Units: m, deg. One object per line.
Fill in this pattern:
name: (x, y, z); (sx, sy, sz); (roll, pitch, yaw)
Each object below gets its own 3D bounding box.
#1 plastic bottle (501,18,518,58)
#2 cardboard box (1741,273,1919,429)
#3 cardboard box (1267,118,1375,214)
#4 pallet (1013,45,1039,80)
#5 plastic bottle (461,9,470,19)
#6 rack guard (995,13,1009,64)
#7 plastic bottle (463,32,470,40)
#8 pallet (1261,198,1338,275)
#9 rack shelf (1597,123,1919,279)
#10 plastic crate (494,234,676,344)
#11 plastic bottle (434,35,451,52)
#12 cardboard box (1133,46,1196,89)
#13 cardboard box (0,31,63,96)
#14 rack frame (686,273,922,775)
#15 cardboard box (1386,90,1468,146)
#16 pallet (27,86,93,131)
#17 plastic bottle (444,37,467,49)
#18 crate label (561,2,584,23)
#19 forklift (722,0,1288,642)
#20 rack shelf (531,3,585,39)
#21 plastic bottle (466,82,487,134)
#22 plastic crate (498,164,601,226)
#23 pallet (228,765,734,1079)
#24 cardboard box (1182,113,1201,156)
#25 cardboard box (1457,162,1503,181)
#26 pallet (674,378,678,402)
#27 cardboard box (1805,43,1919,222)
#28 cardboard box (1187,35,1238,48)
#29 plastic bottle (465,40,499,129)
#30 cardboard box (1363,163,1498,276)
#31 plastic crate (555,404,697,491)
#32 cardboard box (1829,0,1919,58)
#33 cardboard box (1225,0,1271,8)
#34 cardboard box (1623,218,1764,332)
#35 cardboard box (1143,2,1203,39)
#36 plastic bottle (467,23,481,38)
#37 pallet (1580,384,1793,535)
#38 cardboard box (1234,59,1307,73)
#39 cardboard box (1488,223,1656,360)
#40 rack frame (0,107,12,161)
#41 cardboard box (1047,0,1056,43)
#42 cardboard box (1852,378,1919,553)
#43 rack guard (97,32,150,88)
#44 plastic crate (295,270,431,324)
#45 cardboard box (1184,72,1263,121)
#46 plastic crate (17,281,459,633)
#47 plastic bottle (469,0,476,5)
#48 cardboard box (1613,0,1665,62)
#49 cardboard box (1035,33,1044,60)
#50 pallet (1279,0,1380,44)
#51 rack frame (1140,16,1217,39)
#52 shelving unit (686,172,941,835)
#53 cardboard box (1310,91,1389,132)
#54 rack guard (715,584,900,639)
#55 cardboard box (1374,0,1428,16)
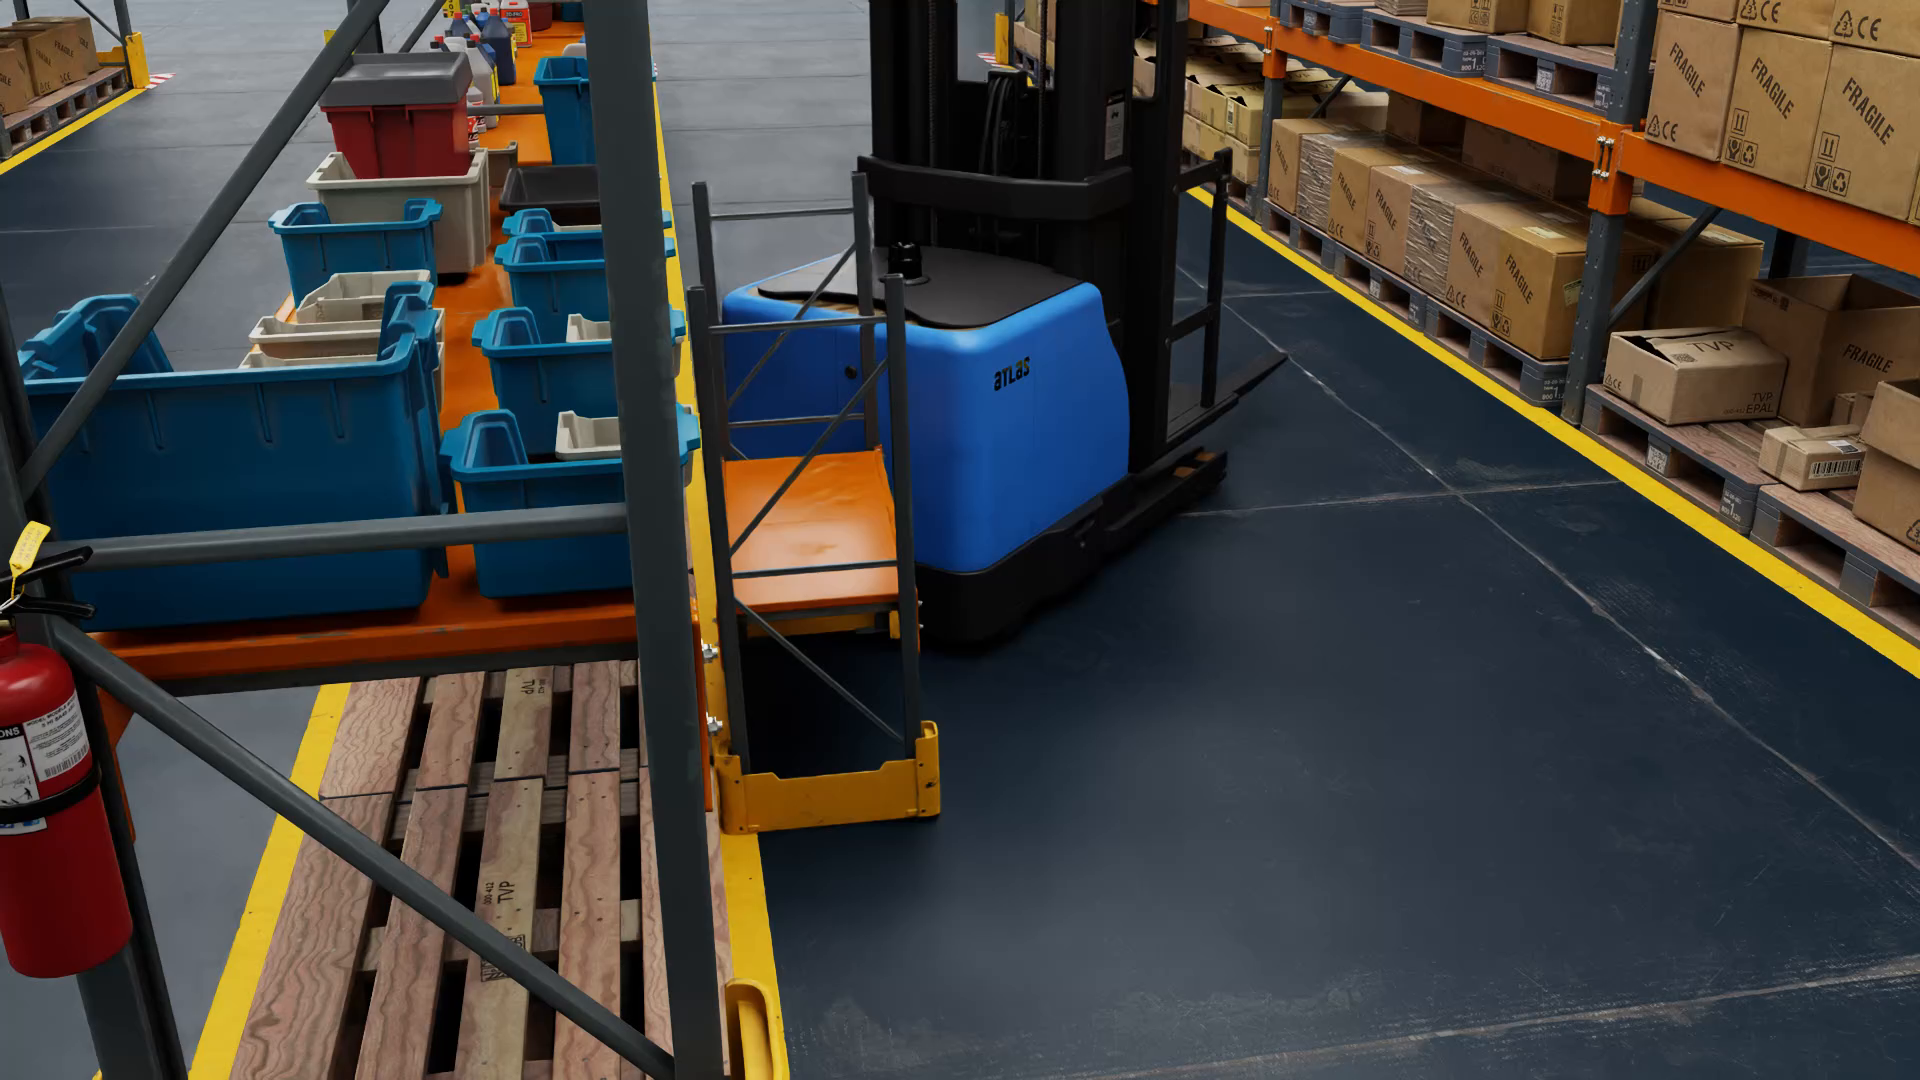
plastic bottle: (-2.432, -2.693, 8.916); (0.097, 0.201, 0.097); (0, 24, 0)
cardboard box: (3.594, -0.788, 6.881); (0.500, 0.500, 0.500); (-4, 24, -10)
cardboard box: (2.273, -2.365, 10.490); (0.500, 0.500, 0.500); (-3, 24, -7)
pallet: (1.173, -5.080, 17.617); (1.003, 0.211, 1.213); (-4, 24, -10)
plastic bottle: (-2.528, -2.567, 8.526); (0.061, 0.283, 0.133); (-4, 24, -10)
rack guard: (0.986, -5.519, 18.263); (1.175, 0.500, 0.348); (-4, 24, -10)
plastic bottle: (-2.292, -2.229, 7.767); (0.097, 0.271, 0.097); (0, 24, 0)
pallet: (2.571, -1.934, 10.415); (1.003, 0.211, 1.213); (-4, 24, -10)
rack shelf: (3.579, -0.819, 5.276); (1.077, 0.370, 4.000); (-4, 24, -10)
plastic crate: (-0.885, -0.587, 3.980); (0.416, 0.233, 0.300); (-4, 24, -10)
plastic bottle: (-2.185, -1.958, 7.046); (0.144, 0.351, 0.185); (-4, 24, -10)
cardboard box: (1.649, -3.893, 13.626); (0.500, 0.311, 0.500); (-5, 24, -10)
cardboard box: (-8.405, -4.244, 14.817); (0.500, 0.500, 0.500); (-2, 24, -5)
rack frame: (-0.364, 0.076, 4.181); (0.500, 1.500, 0.032); (-5, 26, -6)
cardboard box: (2.888, -2.536, 9.946); (0.500, 0.250, 0.500); (-3, 24, -8)
pallet: (-8.394, -3.815, 14.721); (1.003, 0.211, 1.213); (-4, 24, -10)
plastic bottle: (-2.278, -2.131, 7.536); (0.152, 0.276, 0.135); (-4, 24, -10)
crate label: (-2.317, -3.571, 10.633); (0.502, 0.435, 0.616); (-4, 24, -10)
forklift: (0.418, -1.558, 6.155); (1.130, 2.935, 3.031); (14, 27, 29)
rack shelf: (-2.769, -3.601, 11.645); (1.077, 0.370, 4.000); (-4, 24, -10)
plastic bottle: (-1.998, -1.771, 6.804); (0.097, 0.201, 0.097); (0, 24, 0)
plastic crate: (-1.188, -1.051, 5.178); (0.437, 0.125, 0.590); (-4, 24, -10)
pallet: (-1.034, 0.954, 3.802); (1.003, 0.211, 1.213); (-4, 24, -10)
cardboard box: (1.944, -3.030, 12.352); (0.500, 0.250, 0.500); (-4, 24, -9)
cardboard box: (3.072, -1.805, 9.208); (0.500, 0.500, 0.500); (-5, 24, -12)
pallet: (-1.761, -0.599, 7.358); (1.003, 0.211, 1.213); (-4, 24, -10)
cardboard box: (3.224, -1.362, 5.497); (0.500, 0.500, 0.500); (-4, 24, -10)
cardboard box: (2.087, -4.133, 14.176); (0.500, 0.311, 0.500); (-4, 24, -10)
plastic bottle: (-2.009, -1.896, 6.904); (0.144, 0.351, 0.185); (-4, 24, -10)
cardboard box: (2.565, -1.757, 9.098); (0.500, 0.500, 0.500); (-5, 24, -12)
plastic crate: (-0.620, -0.157, 3.117); (0.250, 0.136, 0.298); (-4, 24, -10)
cardboard box: (3.210, -1.828, 5.314); (0.500, 0.500, 0.500); (-5, 24, -11)
cardboard box: (2.032, -3.727, 11.349); (0.380, 0.149, 0.250); (-4, 24, -10)
cardboard box: (3.359, -1.200, 7.823); (0.500, 0.500, 0.500); (-5, 24, -12)
cardboard box: (1.952, -4.564, 14.925); (0.500, 0.500, 0.500); (-4, 24, -10)
plastic bottle: (-2.380, -2.347, 8.031); (0.152, 0.276, 0.135); (-4, 24, -10)
pallet: (3.335, -0.387, 6.873); (1.003, 0.211, 1.213); (-4, 24, -10)
cardboard box: (2.368, -3.535, 12.806); (0.500, 0.311, 0.500); (-5, 24, -10)
cardboard box: (2.837, -1.164, 7.742); (0.500, 0.500, 0.500); (-4, 24, -10)
rack frame: (-8.006, -4.350, 12.463); (1.000, 3.000, 0.127); (-4, 24, -10)
cardboard box: (1.146, -5.114, 16.185); (0.500, 0.500, 0.500); (-4, 24, -10)
cardboard box: (3.562, -0.254, 5.654); (0.797, 0.503, 0.637); (-4, 24, -10)
rack guard: (-8.732, -4.748, 16.497); (1.175, 0.500, 0.348); (-4, 24, -10)
plastic crate: (-1.436, -0.549, 4.013); (0.298, 0.136, 0.250); (-4, 24, -10)
cardboard box: (1.938, -3.289, 12.242); (0.500, 0.311, 0.500); (-4, 24, -10)
plastic crate: (-1.165, -0.158, 2.746); (0.616, 0.435, 0.499); (-4, 24, -10)
plastic bottle: (-2.621, -2.763, 8.975); (0.061, 0.283, 0.133); (-4, 24, -10)
cardboard box: (3.342, -2.376, 7.294); (0.700, 0.500, 0.500); (-13, 27, -27)
cardboard box: (1.059, -4.967, 16.786); (0.500, 0.250, 0.500); (-4, 24, -10)
pallet: (2.664, -3.159, 9.976); (1.213, 0.211, 1.003); (-4, 24, -10)
rack frame: (1.730, -5.082, 14.138); (1.000, 3.000, 0.127); (-4, 24, -10)
shelving unit: (-0.430, -0.139, 4.627); (0.587, 1.500, 1.083); (-5, 26, -6)
cardboard box: (2.662, -2.926, 11.411); (0.500, 0.311, 0.500); (-4, 24, -8)
rack guard: (-0.482, 0.209, 5.344); (0.587, 0.250, 0.087); (-5, 26, -6)
cardboard box: (2.678, -3.134, 9.028); (0.700, 0.500, 0.500); (0, 24, 0)
